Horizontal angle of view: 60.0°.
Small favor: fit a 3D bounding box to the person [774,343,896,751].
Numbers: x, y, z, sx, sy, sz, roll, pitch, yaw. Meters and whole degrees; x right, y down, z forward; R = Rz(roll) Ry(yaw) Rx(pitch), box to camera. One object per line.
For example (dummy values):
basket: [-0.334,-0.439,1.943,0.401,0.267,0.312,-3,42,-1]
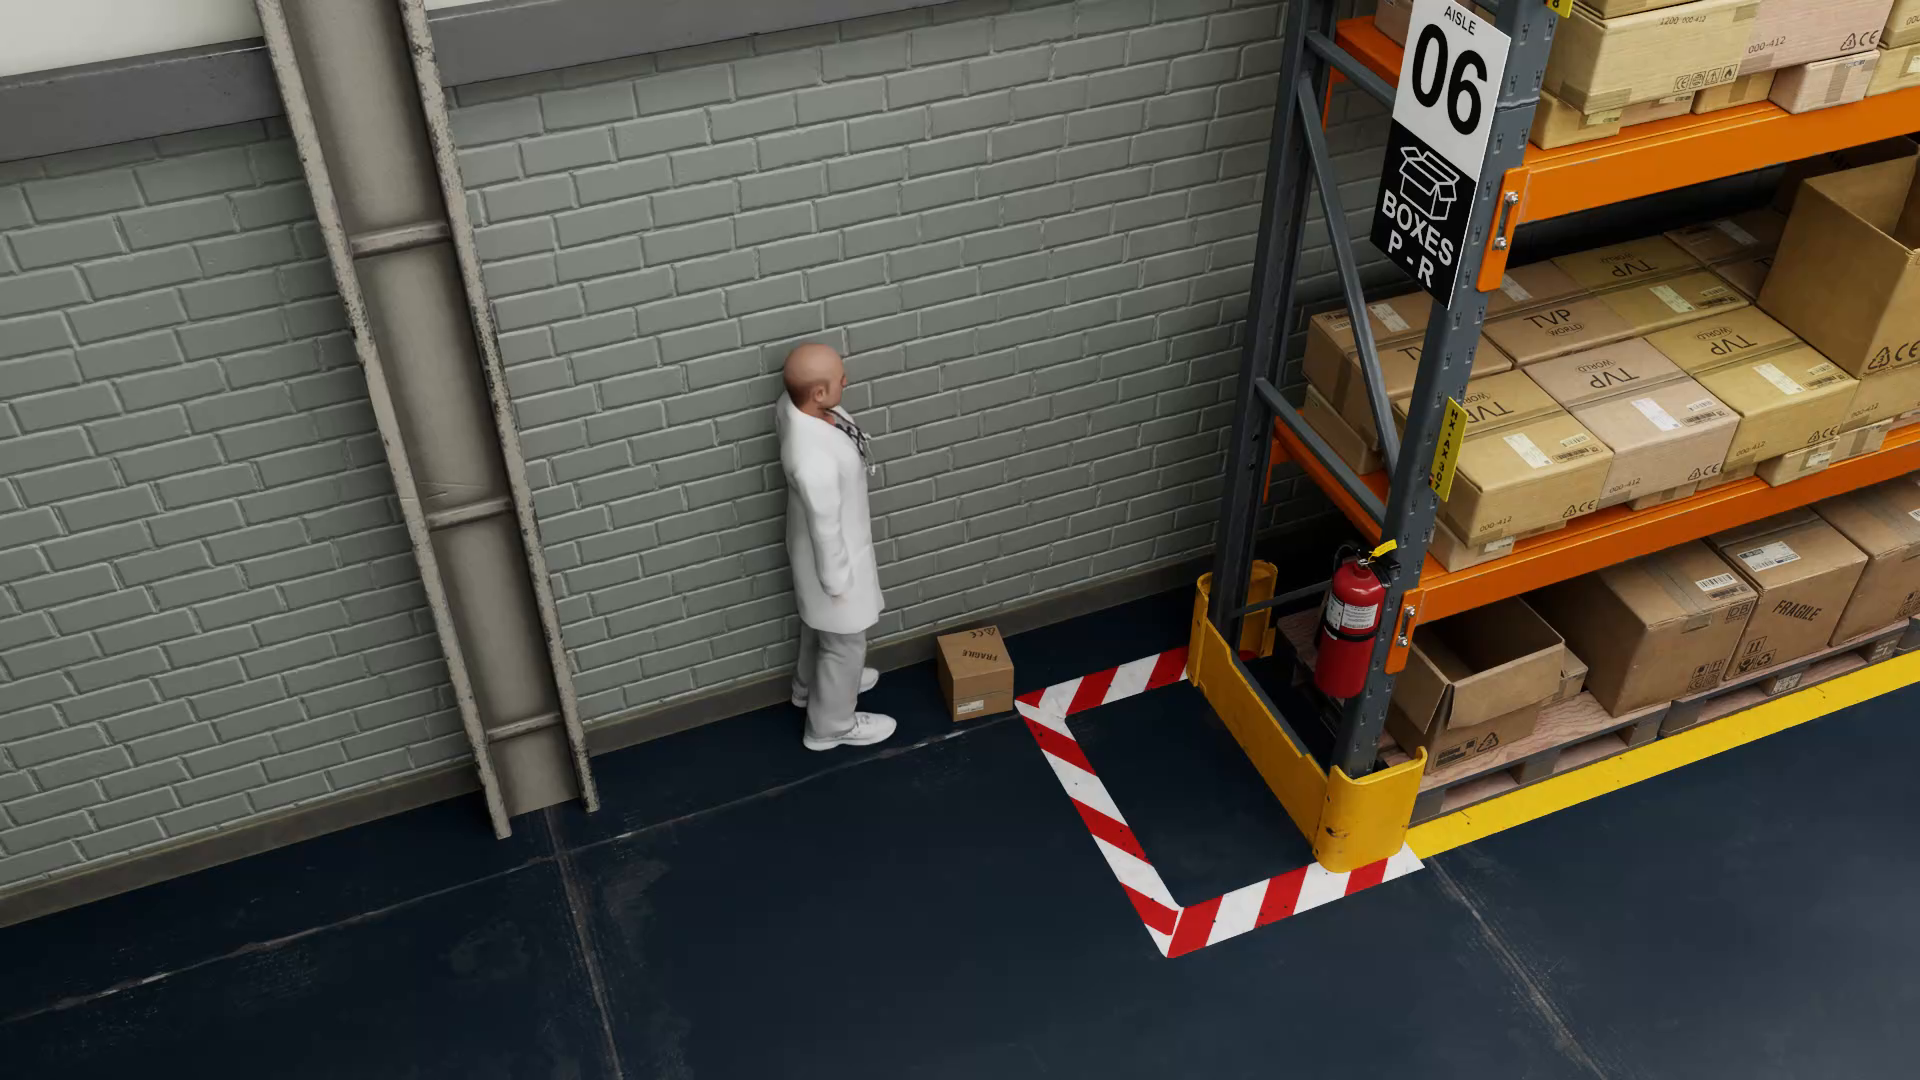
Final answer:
person: [-0.478,0.022,6.148,0.381,1.776,0.562,-10,42,-11]
